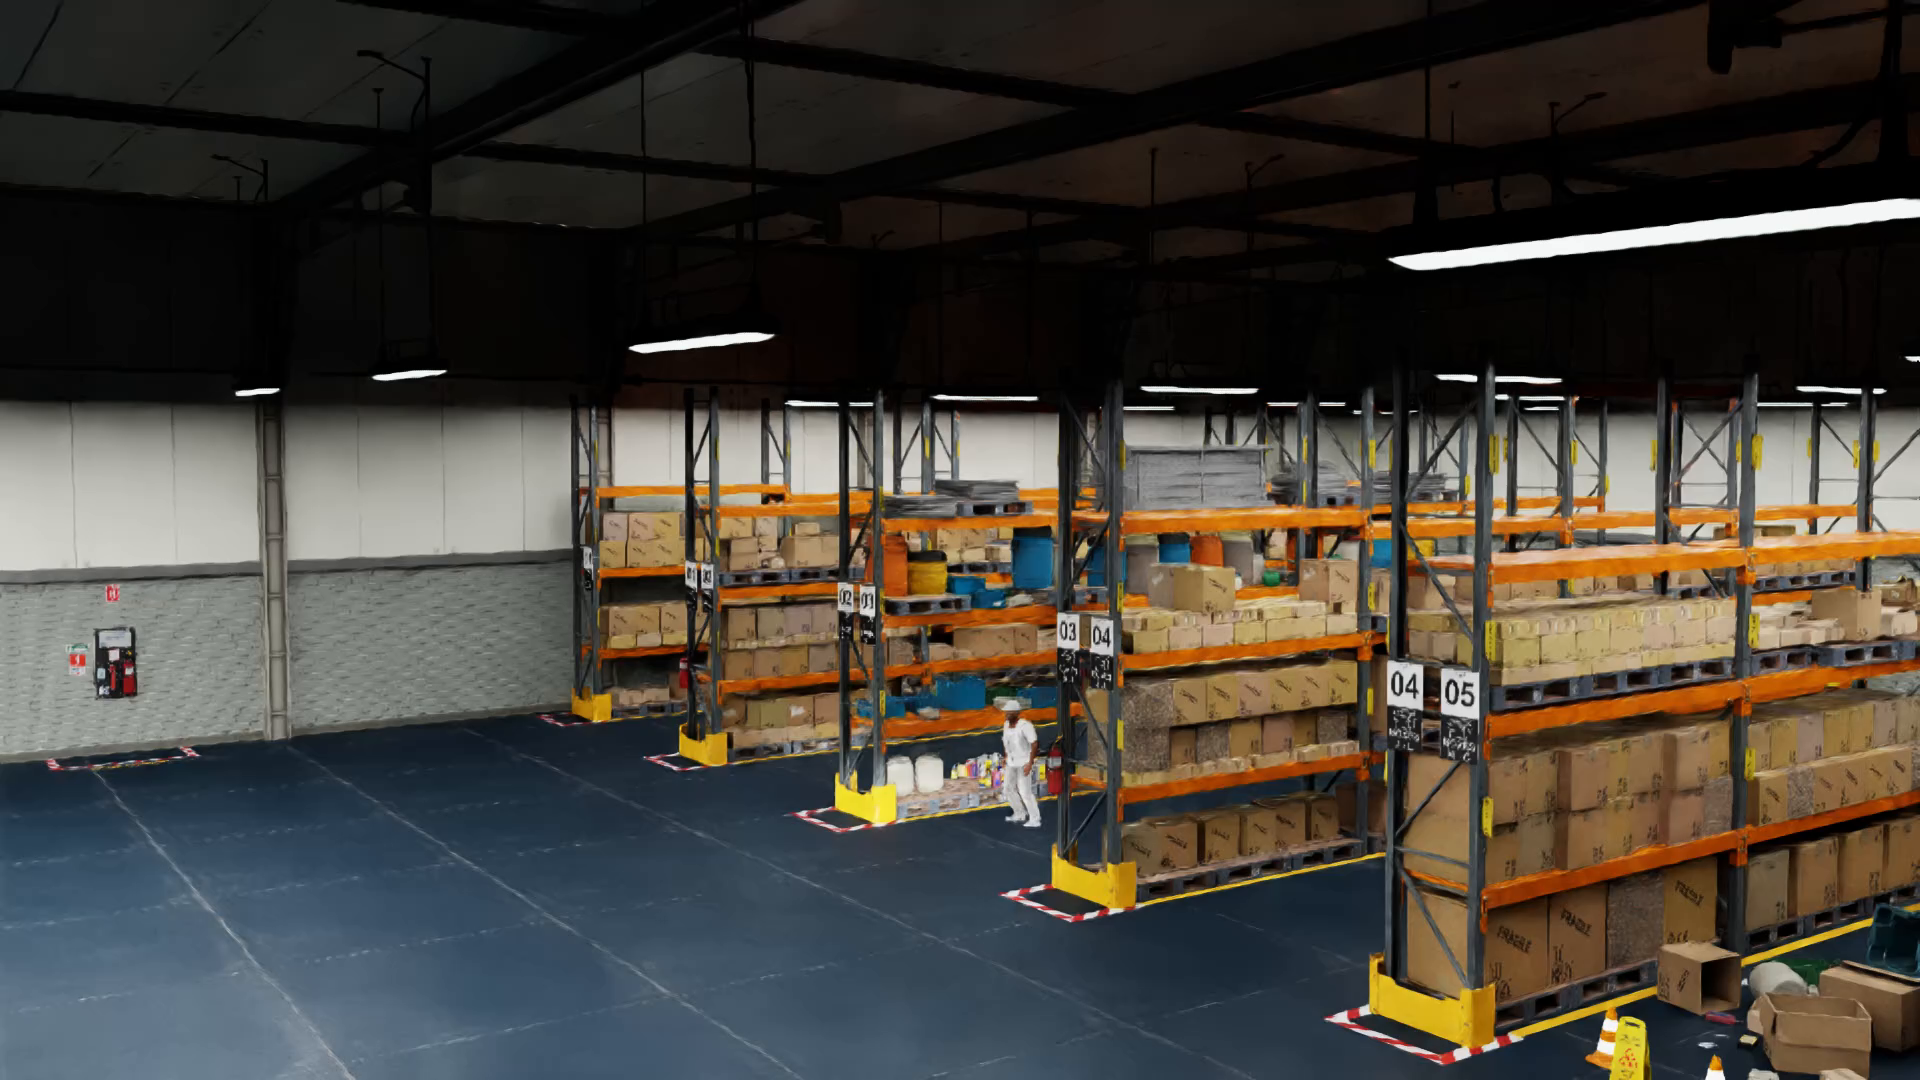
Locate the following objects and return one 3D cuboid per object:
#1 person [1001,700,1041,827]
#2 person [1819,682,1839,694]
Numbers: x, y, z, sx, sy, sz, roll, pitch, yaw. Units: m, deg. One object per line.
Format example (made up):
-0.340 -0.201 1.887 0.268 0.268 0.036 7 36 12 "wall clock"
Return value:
0.783 2.977 22.231 0.572 1.714 0.708 -2 4 -36 "person"
12.836 2.844 24.458 0.578 1.714 0.719 -3 4 -37 "person"
